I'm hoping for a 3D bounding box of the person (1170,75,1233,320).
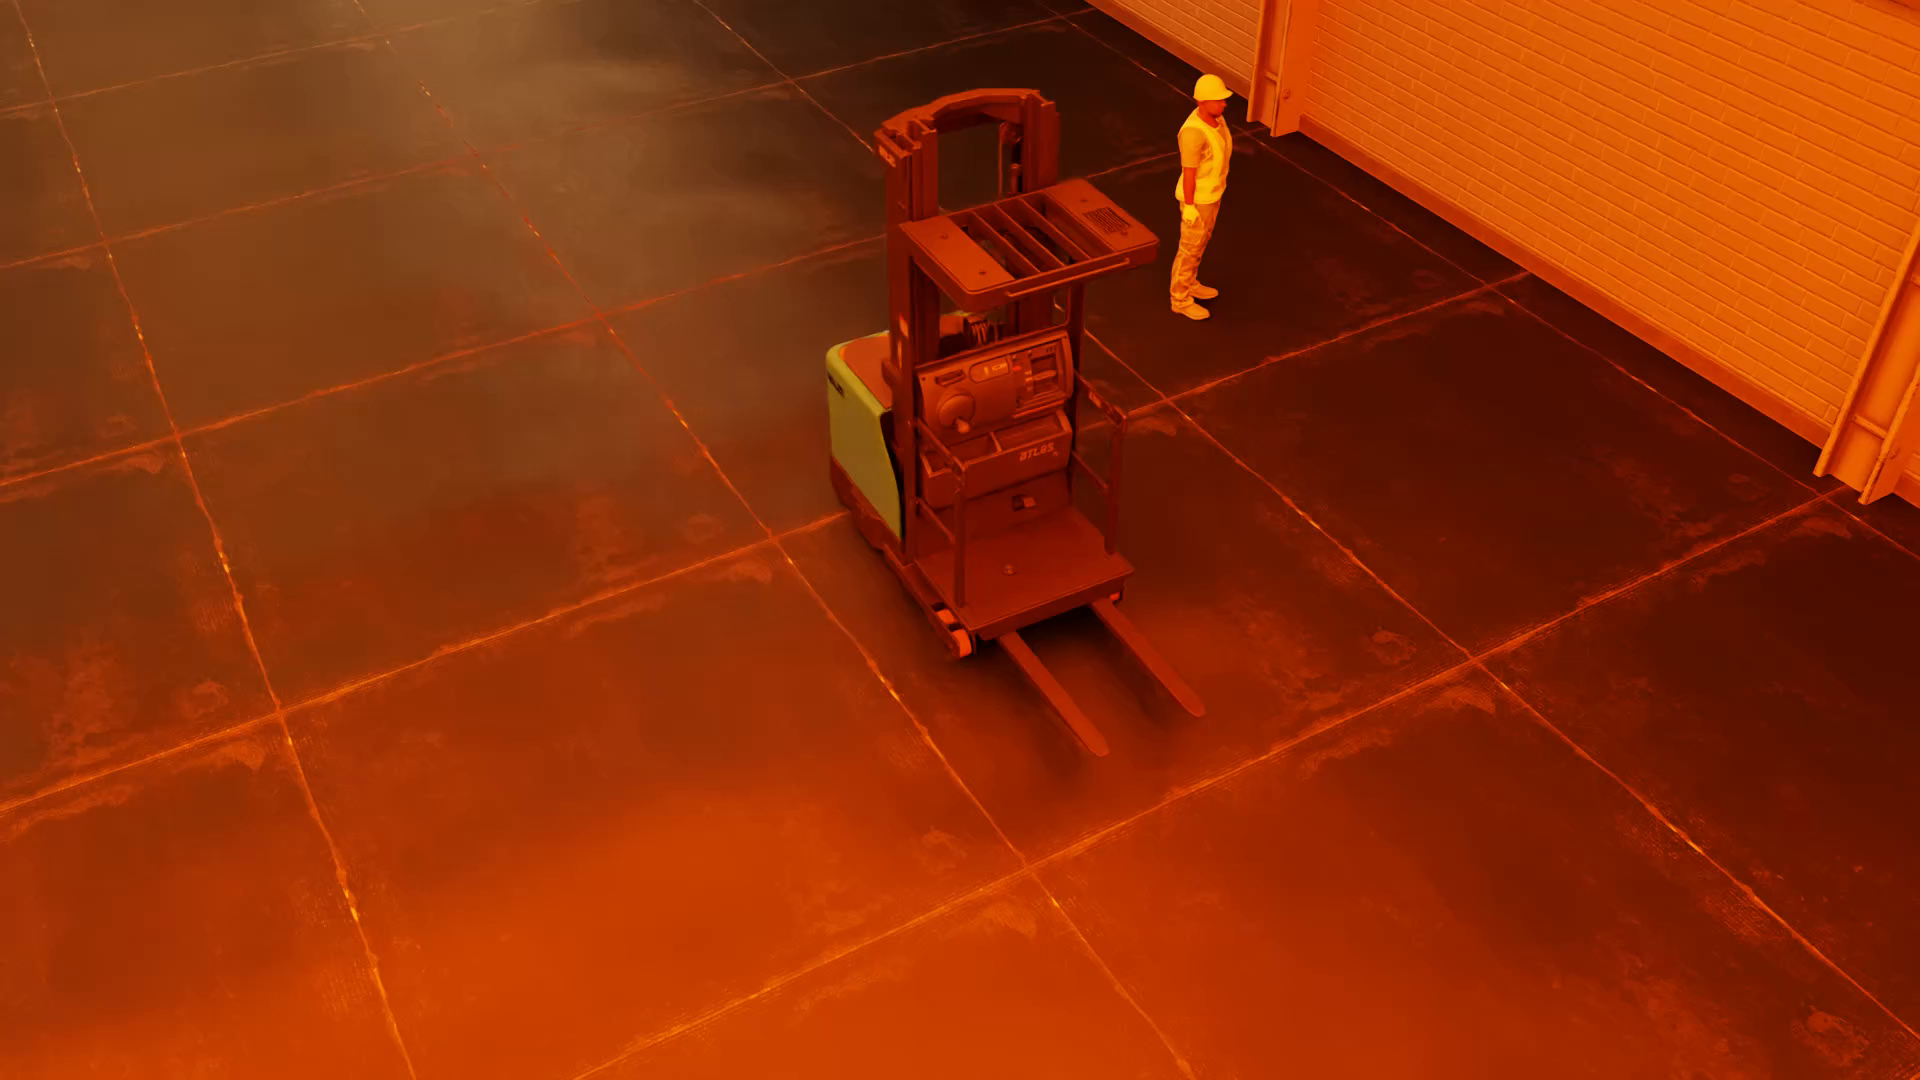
[{"bbox_3d":[1.740,-2.472,11.914,0.372,1.789,0.569,15,42,17],"label":"person"}]

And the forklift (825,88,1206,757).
[{"bbox_3d":[0.307,-0.784,8.981,1.130,2.935,3.031,-19,43,-21],"label":"forklift"}]
